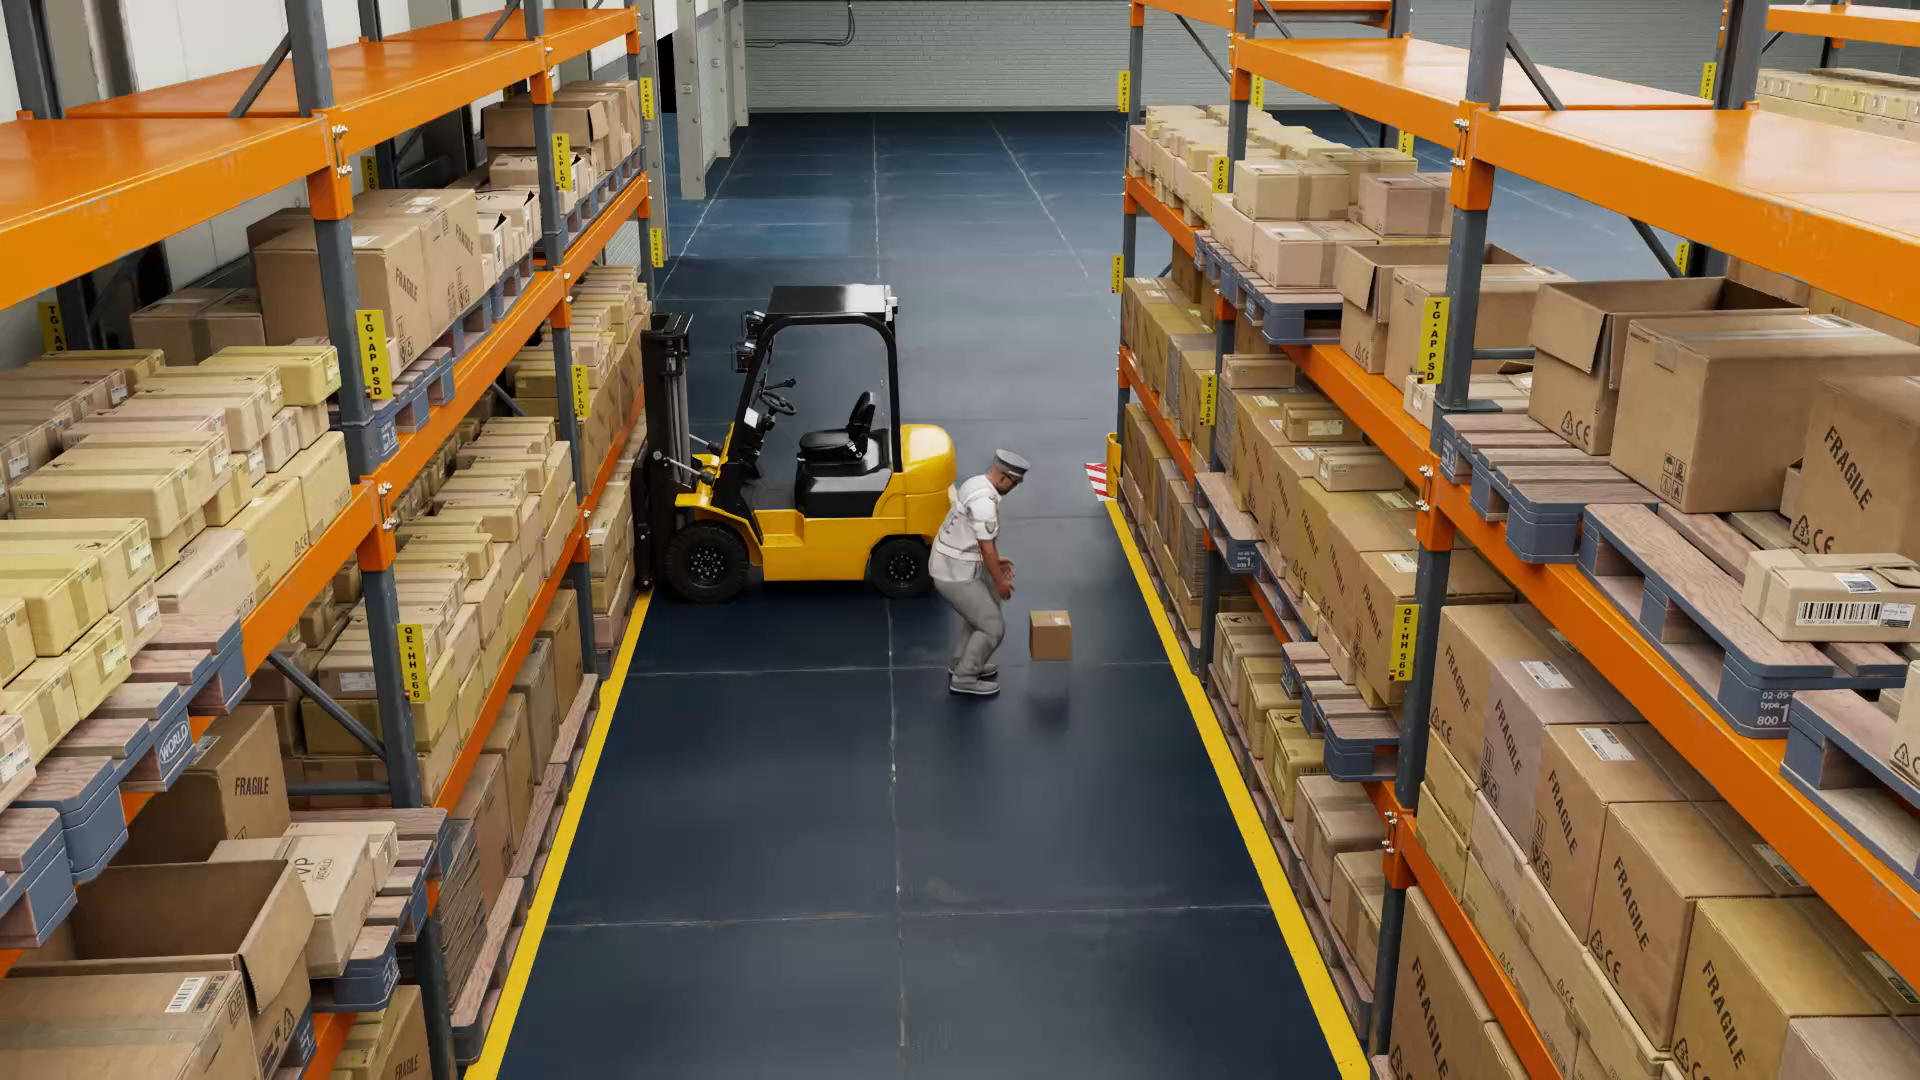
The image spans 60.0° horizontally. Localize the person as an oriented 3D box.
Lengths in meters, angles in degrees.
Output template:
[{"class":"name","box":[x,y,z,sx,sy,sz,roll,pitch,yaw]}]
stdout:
[{"class":"person","box":[0.123,0.192,10.794,0.657,1.594,0.581,-1,20,-2]}]
